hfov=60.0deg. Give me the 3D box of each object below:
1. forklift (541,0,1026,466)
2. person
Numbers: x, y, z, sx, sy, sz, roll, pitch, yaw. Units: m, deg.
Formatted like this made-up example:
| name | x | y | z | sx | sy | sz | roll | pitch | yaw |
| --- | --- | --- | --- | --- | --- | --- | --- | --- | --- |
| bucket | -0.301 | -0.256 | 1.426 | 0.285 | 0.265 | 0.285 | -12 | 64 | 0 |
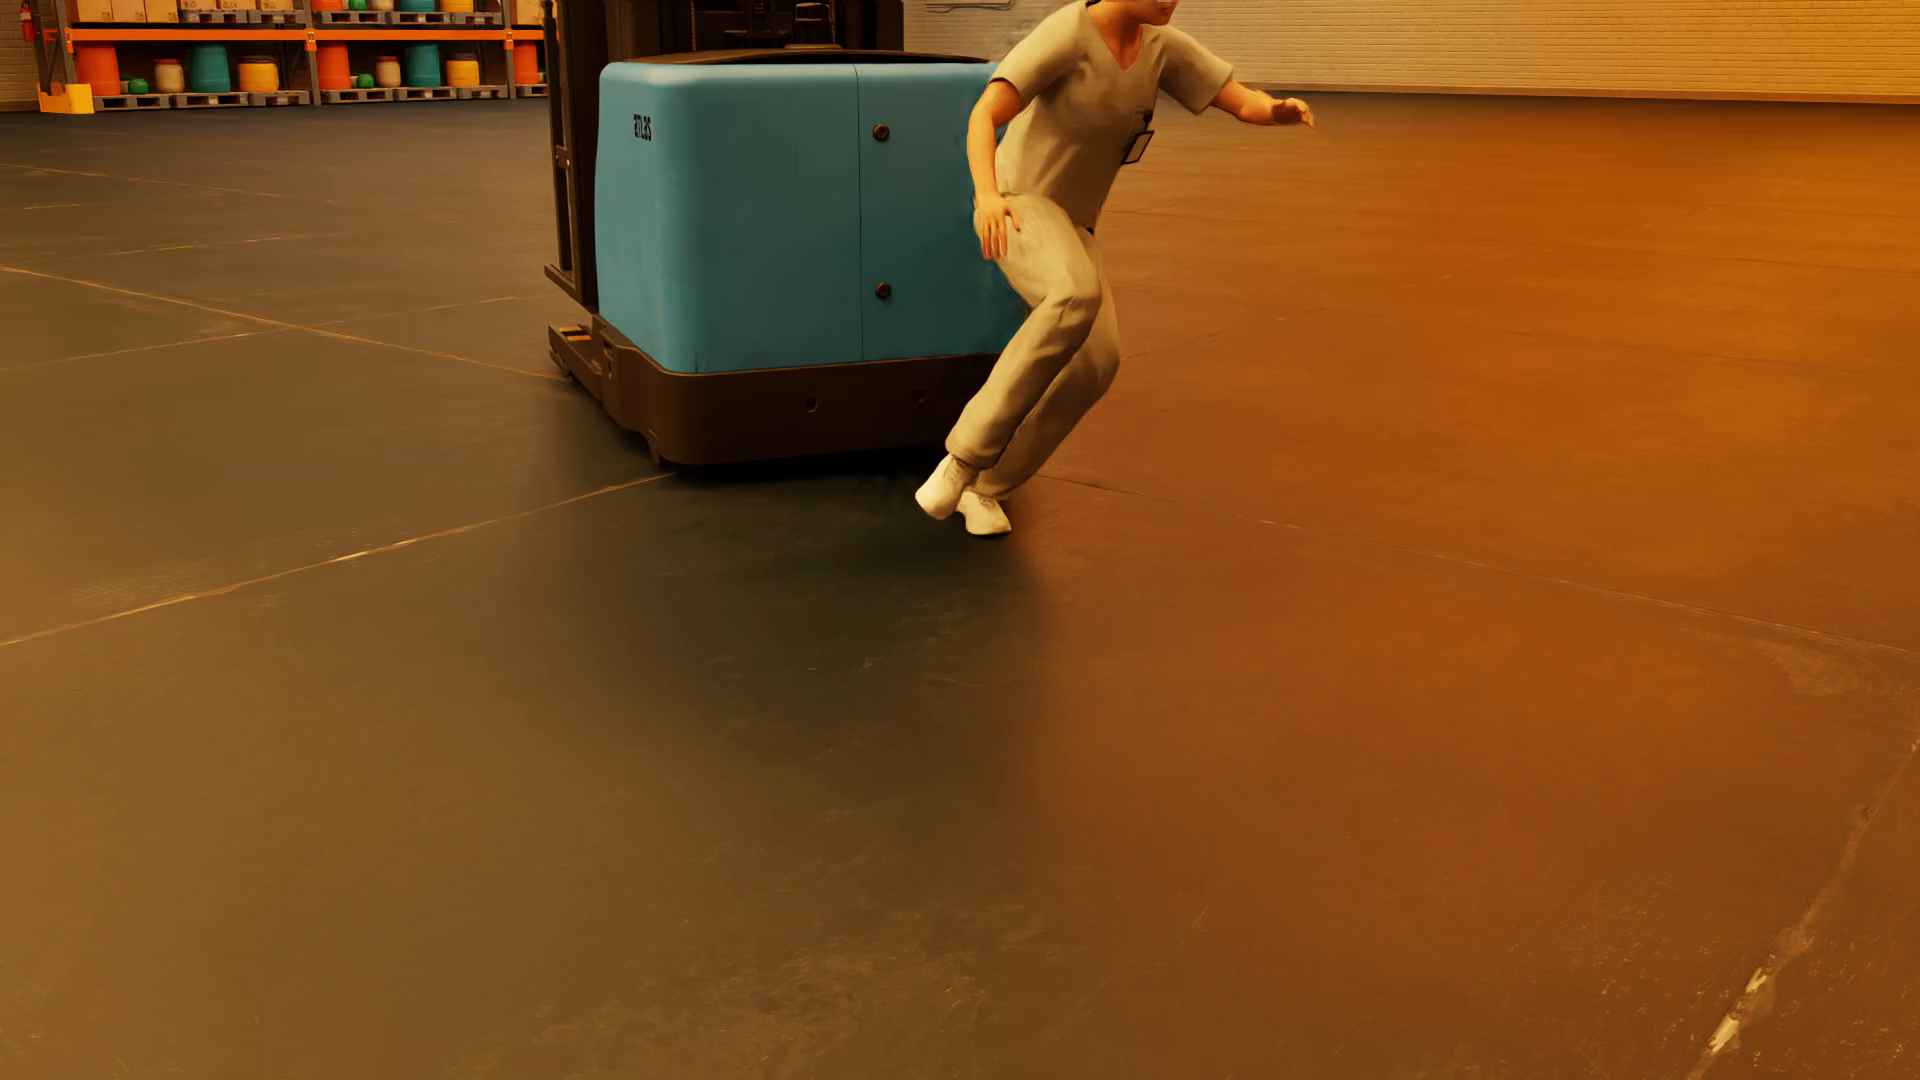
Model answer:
| name | x | y | z | sx | sy | sz | roll | pitch | yaw |
| --- | --- | --- | --- | --- | --- | --- | --- | --- | --- |
| forklift | -0.817 | -1.983 | 5.429 | 1.130 | 2.935 | 3.031 | -7 | 18 | -21 |
| person | 0.311 | -0.716 | 3.860 | 0.834 | 1.436 | 0.974 | 15 | 22 | 40 |
